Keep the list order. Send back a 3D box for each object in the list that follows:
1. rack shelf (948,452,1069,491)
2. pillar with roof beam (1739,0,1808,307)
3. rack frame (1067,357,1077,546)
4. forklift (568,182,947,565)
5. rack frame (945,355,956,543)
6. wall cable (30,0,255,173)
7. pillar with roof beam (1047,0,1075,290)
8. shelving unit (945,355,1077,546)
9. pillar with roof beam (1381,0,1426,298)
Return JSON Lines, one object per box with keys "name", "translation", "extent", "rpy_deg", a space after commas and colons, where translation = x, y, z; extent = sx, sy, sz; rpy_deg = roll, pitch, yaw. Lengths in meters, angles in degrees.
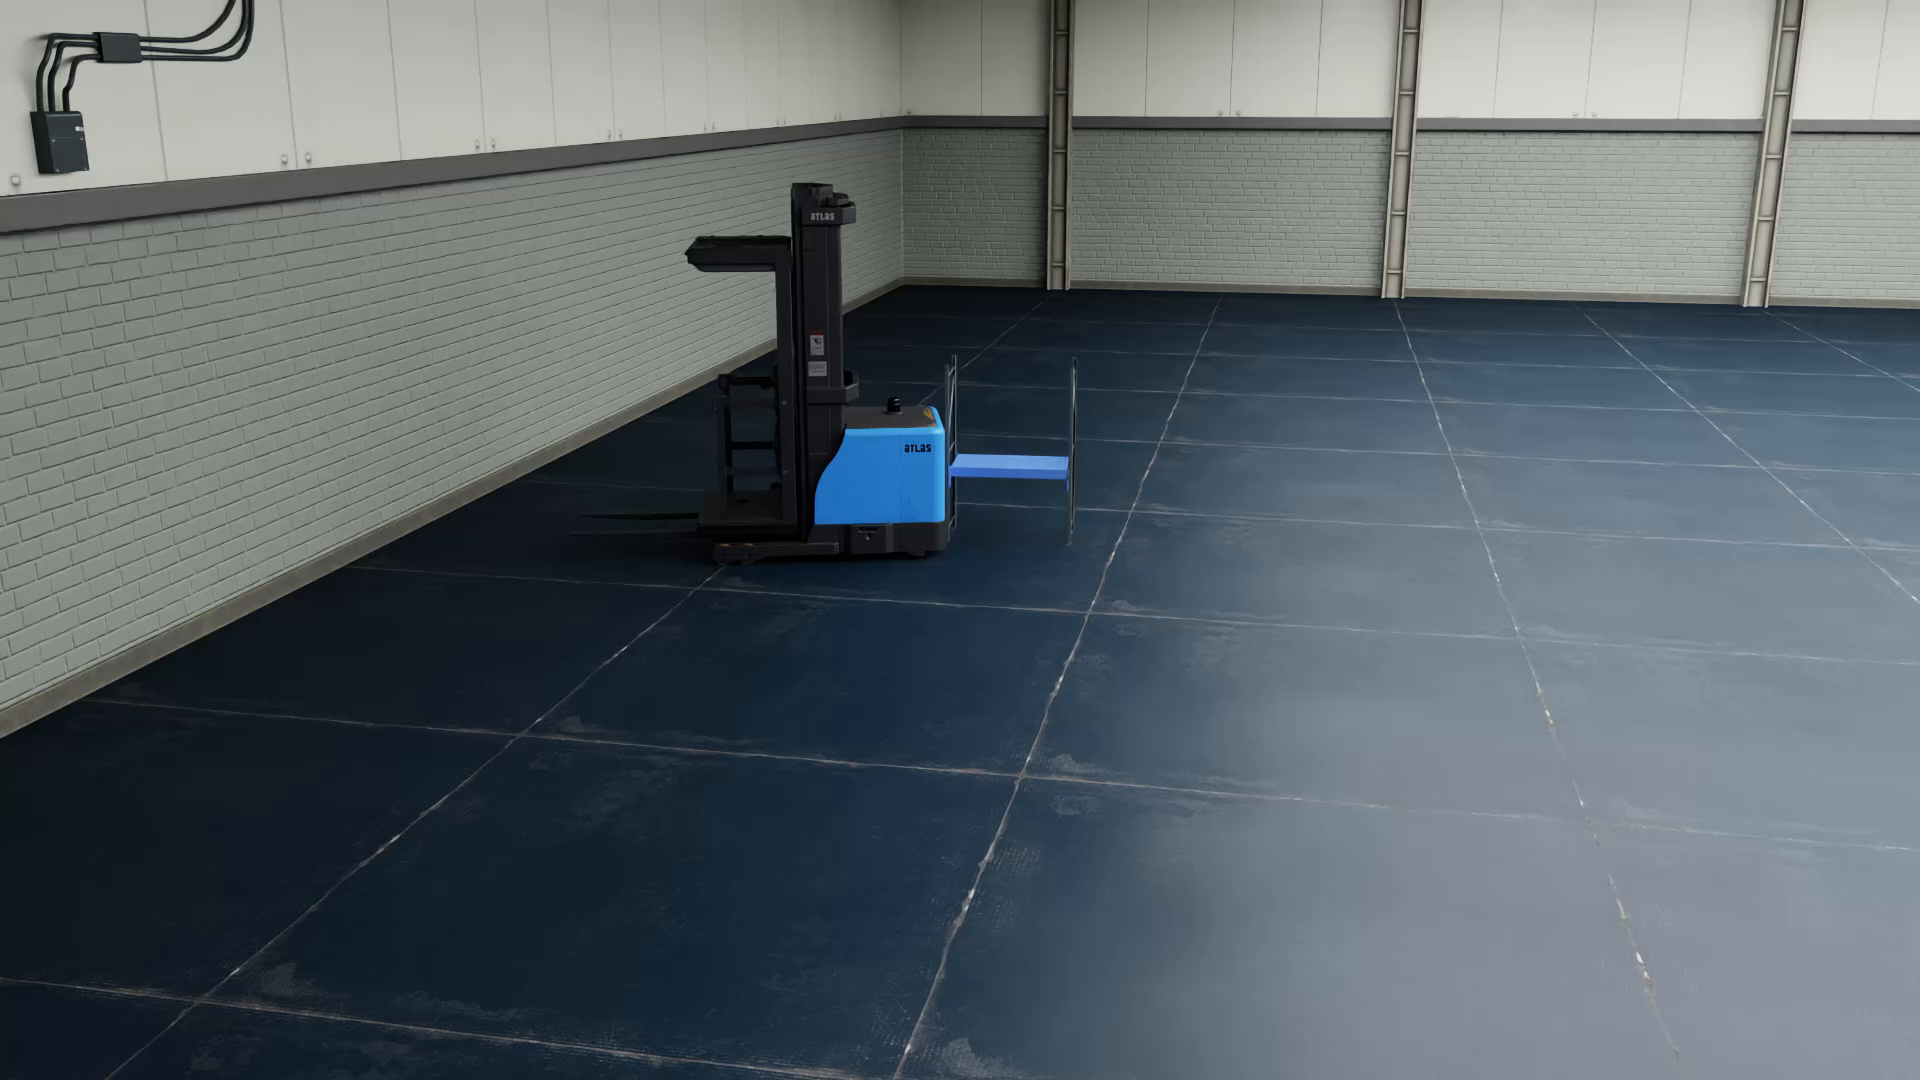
{"name": "rack shelf", "translation": [0.426, -0.578, 13.944], "extent": [1.000, 0.185, 0.538], "rpy_deg": [2, 16, 6]}
{"name": "pillar with roof beam", "translation": [12.723, -7.220, 23.200], "extent": [0.400, 9.000, 9.100], "rpy_deg": [3, 16, 11]}
{"name": "rack frame", "translation": [0.931, -0.736, 13.839], "extent": [0.032, 1.500, 0.500], "rpy_deg": [2, 16, 6]}
{"name": "forklift", "translation": [-1.653, -1.362, 13.418], "extent": [3.031, 2.935, 1.130], "rpy_deg": [-1, 16, -5]}
{"name": "rack frame", "translation": [-0.079, -0.767, 13.952], "extent": [0.032, 1.500, 0.500], "rpy_deg": [2, 16, 6]}
{"name": "wall cable", "translation": [-5.172, -5.369, 10.145], "extent": [0.169, 6.003, 2.305], "rpy_deg": [3, 16, 11]}
{"name": "pillar with roof beam", "translation": [0.963, -7.859, 25.505], "extent": [0.400, 9.000, 9.100], "rpy_deg": [3, 16, 11]}
{"name": "shelving unit", "translation": [0.426, -0.752, 13.896], "extent": [1.048, 1.500, 0.538], "rpy_deg": [2, 16, 6]}
{"name": "pillar with roof beam", "translation": [6.843, -7.539, 24.353], "extent": [0.400, 9.000, 9.100], "rpy_deg": [3, 16, 11]}
